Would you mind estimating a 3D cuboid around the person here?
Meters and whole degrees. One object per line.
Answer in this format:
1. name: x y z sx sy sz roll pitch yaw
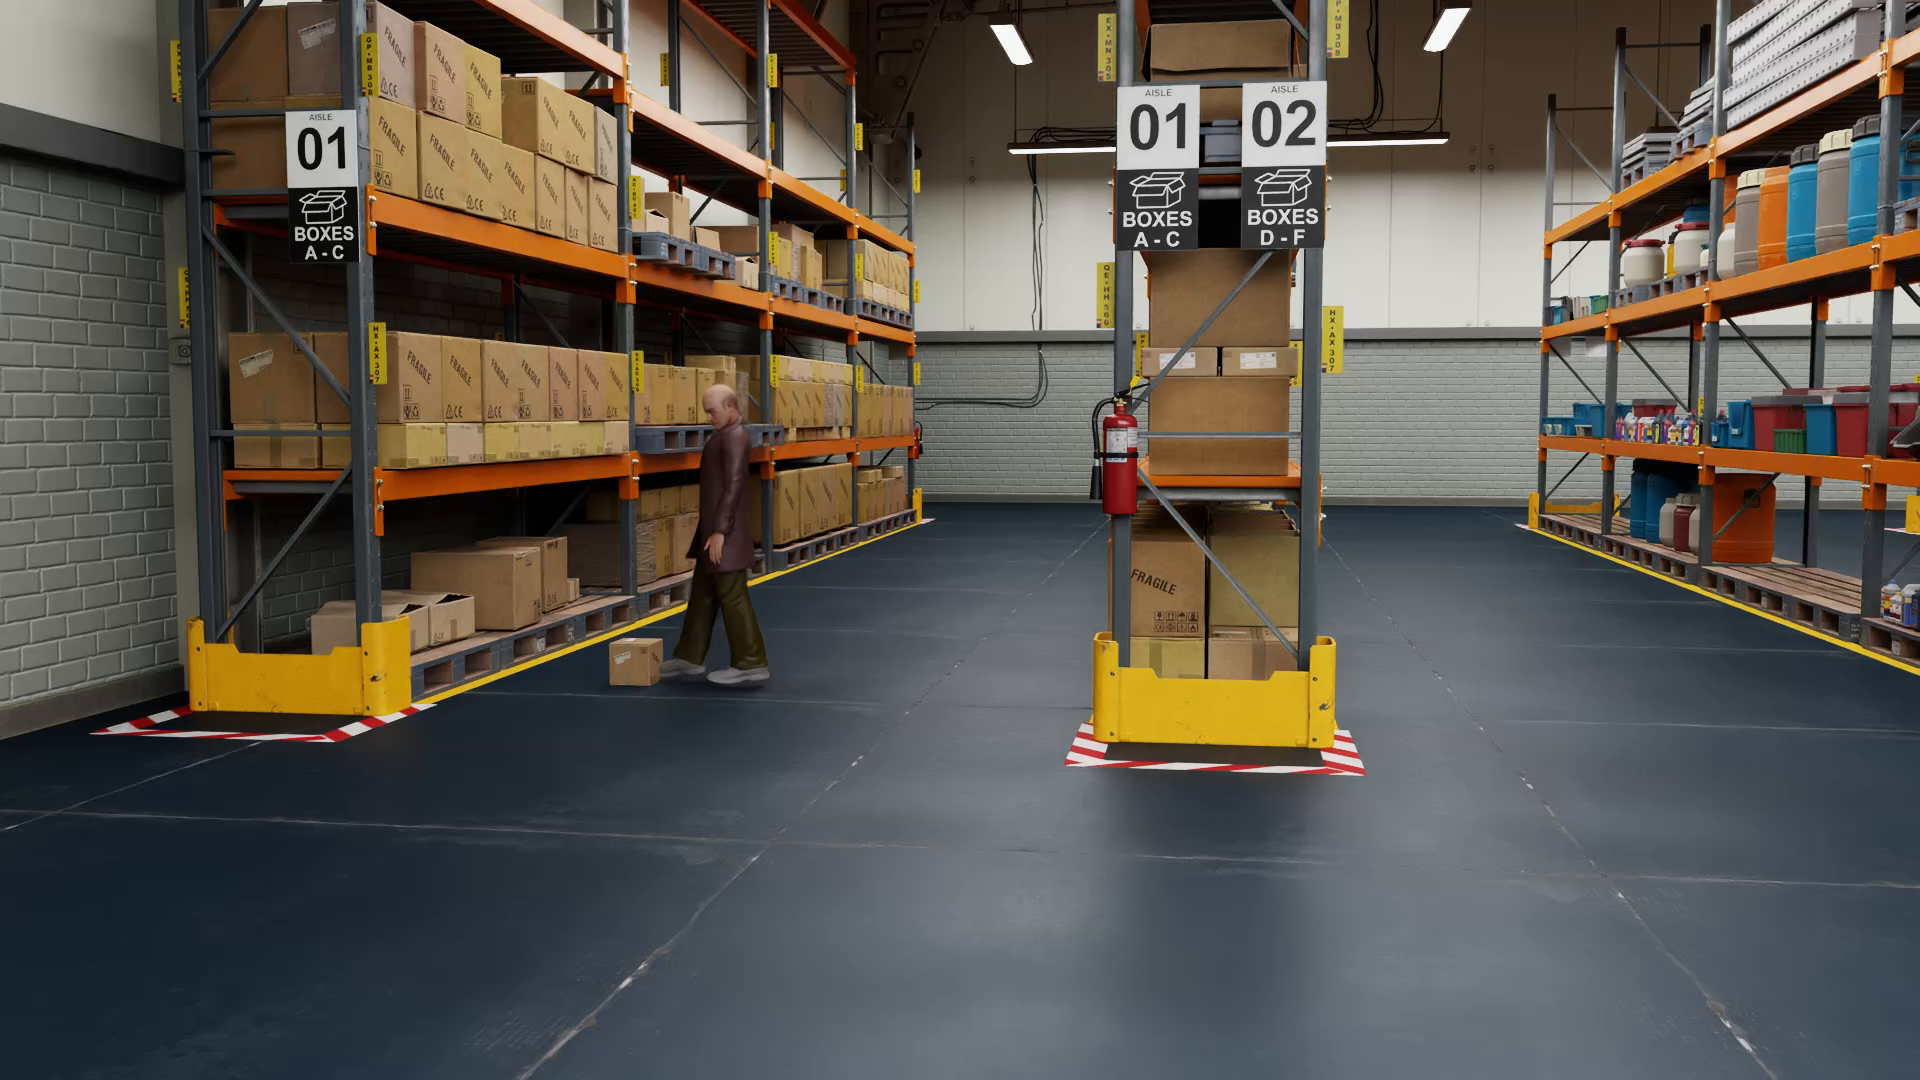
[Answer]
1. person: -1.500 -0.037 9.837 0.739 1.764 0.631 -1 4 -7
